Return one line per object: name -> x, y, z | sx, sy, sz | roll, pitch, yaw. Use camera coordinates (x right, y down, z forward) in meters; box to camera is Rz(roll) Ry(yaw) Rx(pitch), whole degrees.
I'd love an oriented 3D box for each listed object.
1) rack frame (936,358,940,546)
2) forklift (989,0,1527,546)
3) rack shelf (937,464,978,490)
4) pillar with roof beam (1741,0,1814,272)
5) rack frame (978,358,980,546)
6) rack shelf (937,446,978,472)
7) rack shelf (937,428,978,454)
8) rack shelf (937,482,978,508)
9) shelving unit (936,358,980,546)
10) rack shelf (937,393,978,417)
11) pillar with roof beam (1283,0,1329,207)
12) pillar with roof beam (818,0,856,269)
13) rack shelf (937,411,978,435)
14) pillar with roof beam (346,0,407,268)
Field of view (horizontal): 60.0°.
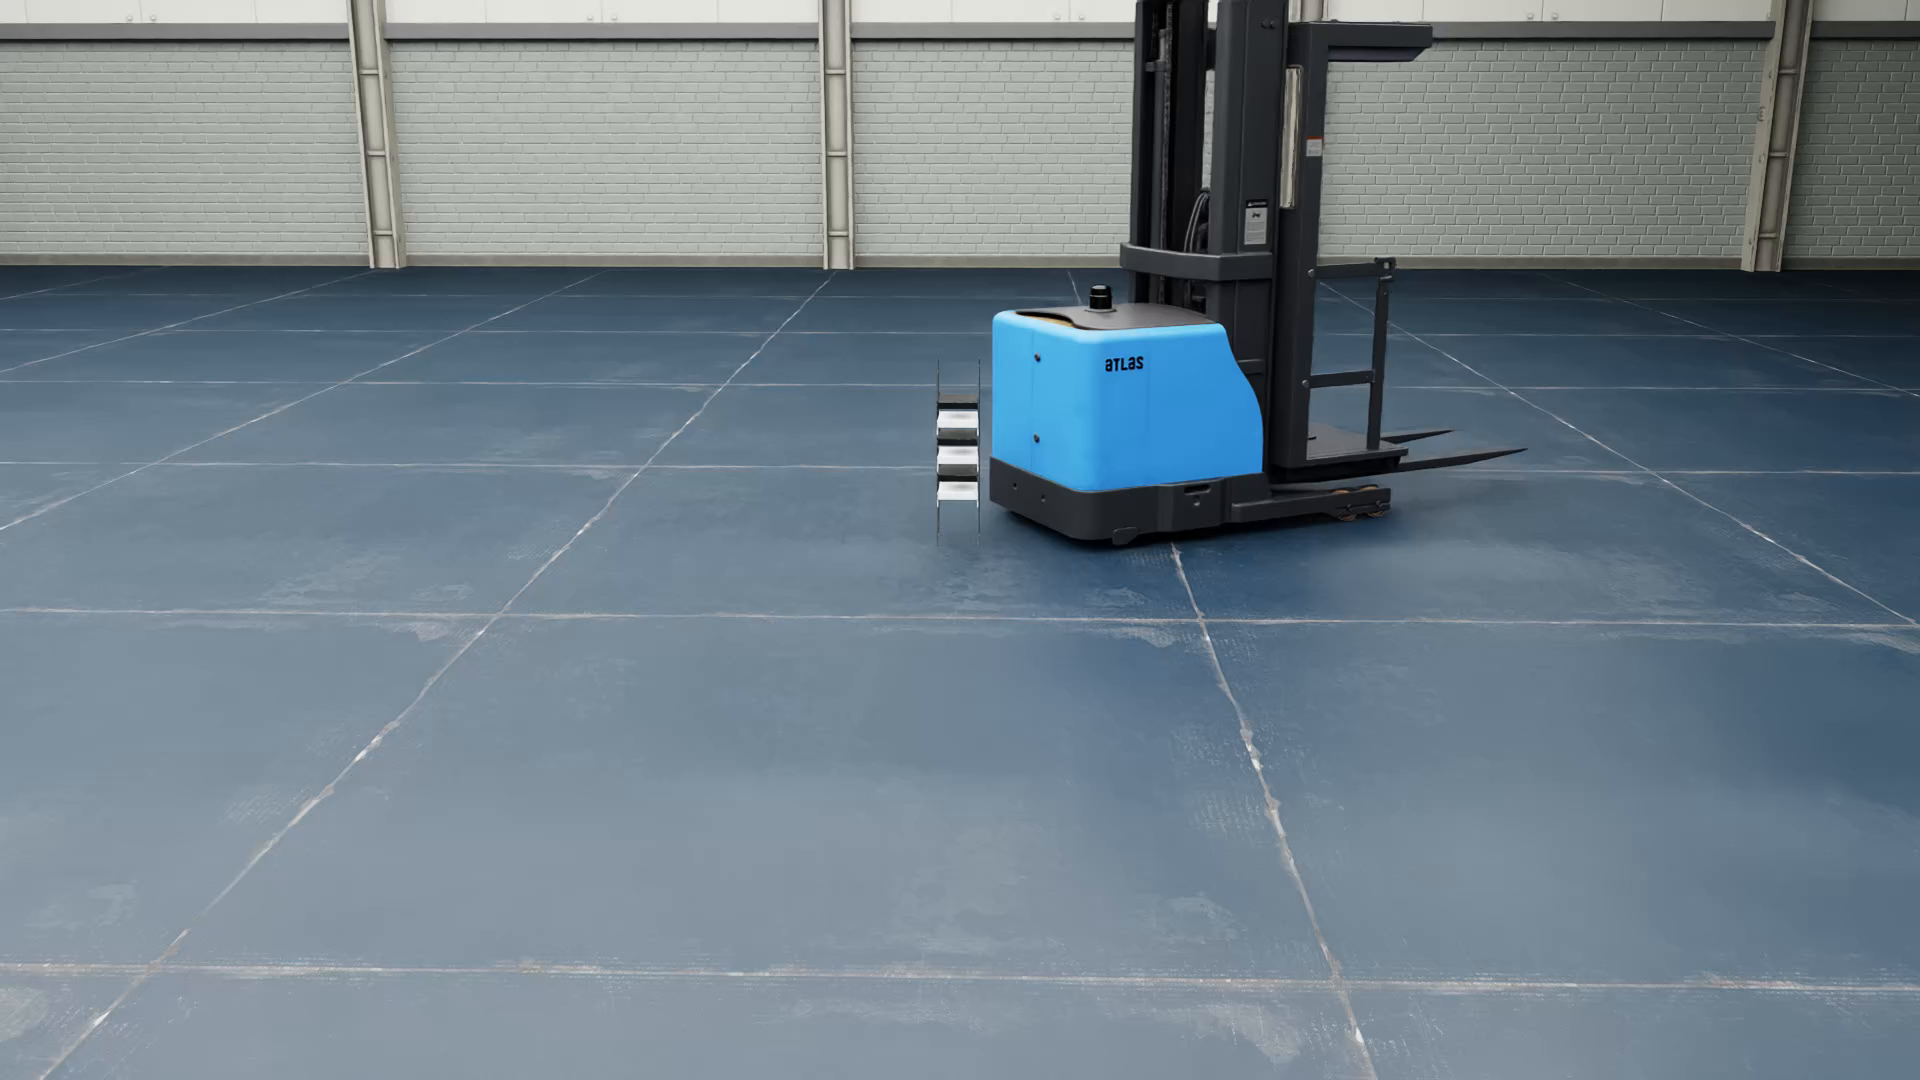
rack frame -> -0.110, -0.436, 8.228 | 0.006, 0.900, 0.240 | 0, 15, 1
forklift -> 1.711, -1.627, 8.760 | 3.031, 2.935, 1.130 | -7, 16, -25
rack shelf -> -0.008, -0.316, 8.257 | 0.200, 0.077, 0.258 | 0, 15, 1
pillar with roof beam -> 10.300, -6.761, 16.327 | 0.400, 9.000, 9.100 | 0, 15, 1
rack frame -> 0.094, -0.435, 8.223 | 0.006, 0.900, 0.240 | 0, 15, 1
rack shelf -> -0.008, -0.403, 8.234 | 0.200, 0.077, 0.258 | 0, 15, 1
rack shelf -> -0.008, -0.490, 8.211 | 0.200, 0.077, 0.258 | 0, 15, 1
rack shelf -> -0.008, -0.229, 8.280 | 0.200, 0.077, 0.258 | 0, 15, 1
shelving unit -> -0.008, -0.435, 8.225 | 0.210, 0.900, 0.258 | 0, 15, 1
rack shelf -> -0.008, -0.664, 8.165 | 0.200, 0.077, 0.258 | 0, 15, 1
pillar with roof beam -> 4.302, -6.800, 16.475 | 0.400, 9.000, 9.100 | 0, 15, 1
pillar with roof beam -> -1.697, -6.839, 16.623 | 0.400, 9.000, 9.100 | 0, 15, 1
rack shelf -> -0.008, -0.577, 8.188 | 0.200, 0.077, 0.258 | 0, 15, 1
pillar with roof beam -> -7.695, -6.879, 16.772 | 0.400, 9.000, 9.100 | 0, 15, 1
